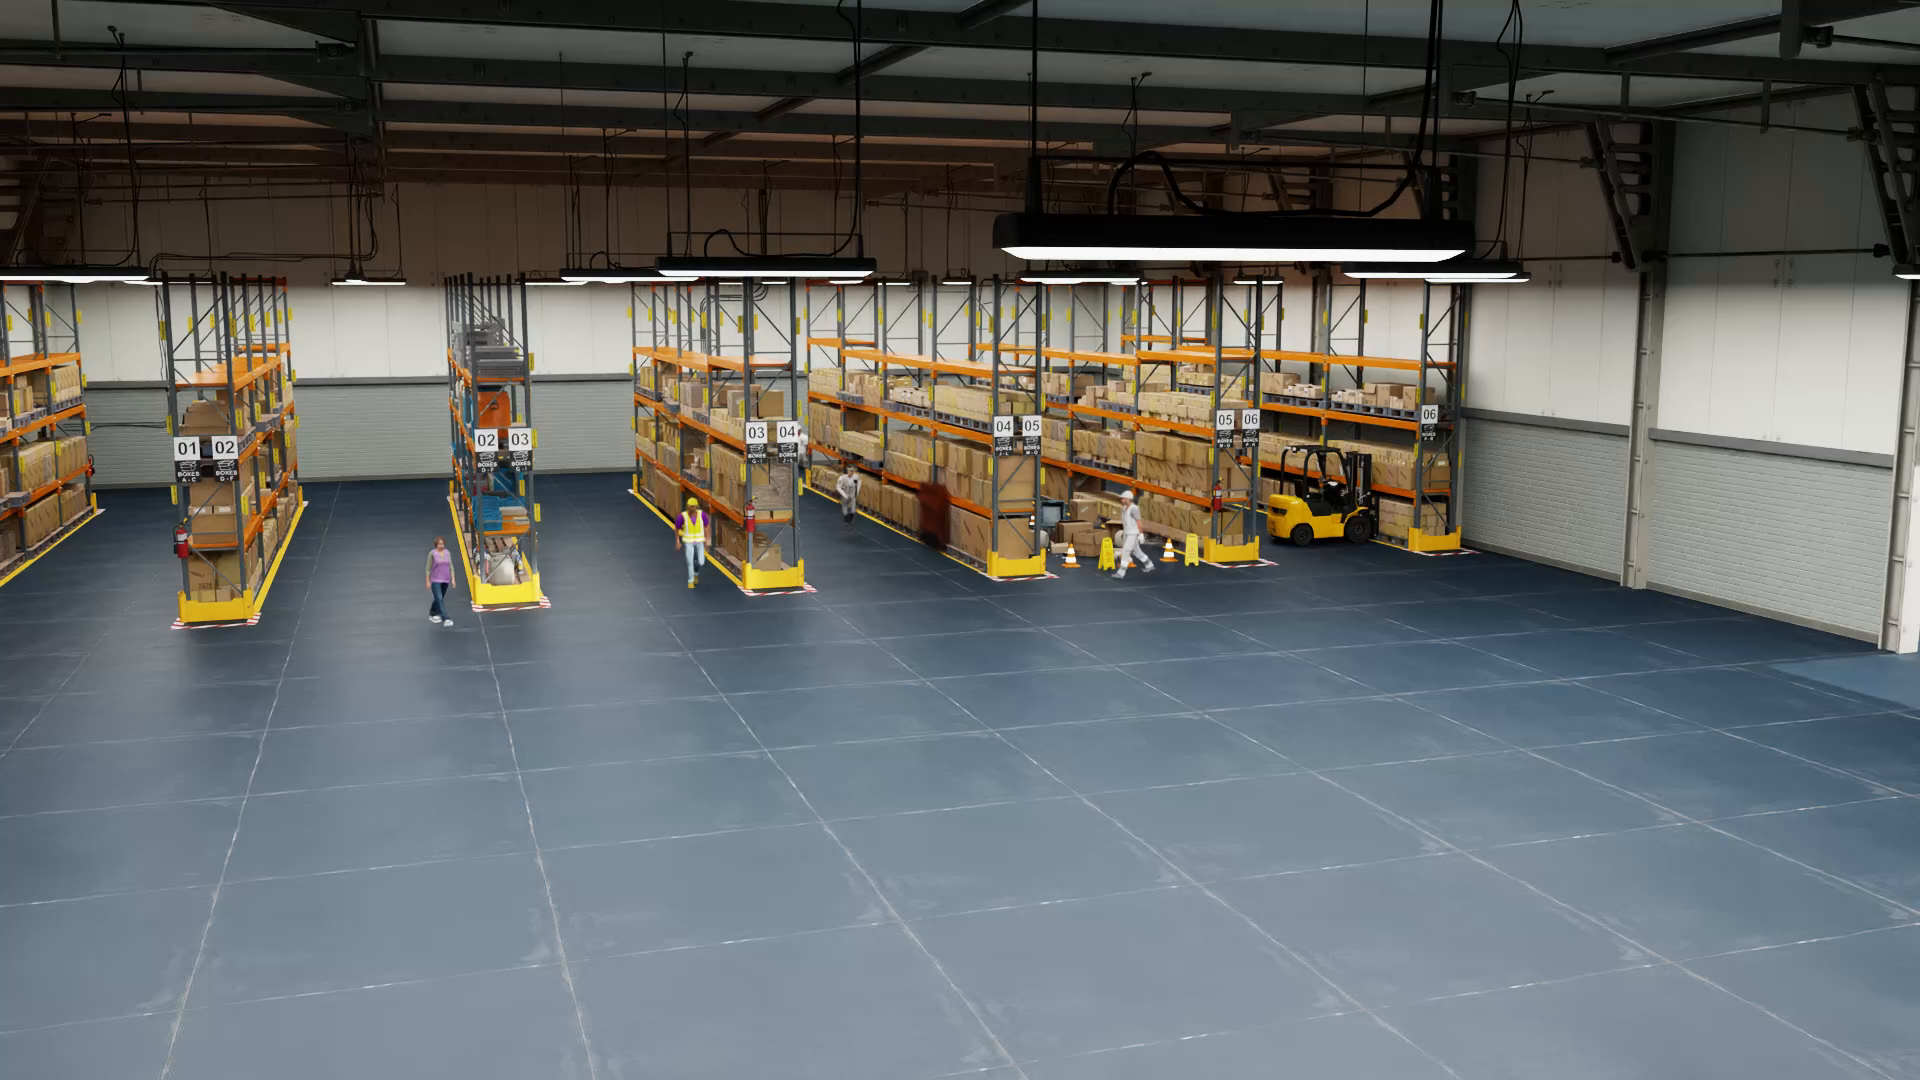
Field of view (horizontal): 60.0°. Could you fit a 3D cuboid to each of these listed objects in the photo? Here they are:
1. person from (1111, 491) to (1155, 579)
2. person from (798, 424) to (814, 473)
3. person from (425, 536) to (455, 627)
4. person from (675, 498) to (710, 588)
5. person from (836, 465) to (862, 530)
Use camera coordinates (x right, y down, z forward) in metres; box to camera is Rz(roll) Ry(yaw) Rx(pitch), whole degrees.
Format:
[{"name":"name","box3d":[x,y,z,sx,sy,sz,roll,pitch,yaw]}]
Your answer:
[{"name":"person","box3d":[3.443,-0.114,33.063,1.057,1.744,0.617,-4,9,-24]},{"name":"person","box3d":[-4.762,-2.571,49.313,1.033,1.725,0.527,-5,10,-31]},{"name":"person","box3d":[-8.798,0.697,28.229,1.022,1.533,0.429,7,11,39]},{"name":"person","box3d":[-5.181,0.033,32.146,0.672,1.746,0.619,-3,9,-19]},{"name":"person","box3d":[-2.562,-0.986,38.391,0.613,1.557,0.710,-1,9,-9]}]
